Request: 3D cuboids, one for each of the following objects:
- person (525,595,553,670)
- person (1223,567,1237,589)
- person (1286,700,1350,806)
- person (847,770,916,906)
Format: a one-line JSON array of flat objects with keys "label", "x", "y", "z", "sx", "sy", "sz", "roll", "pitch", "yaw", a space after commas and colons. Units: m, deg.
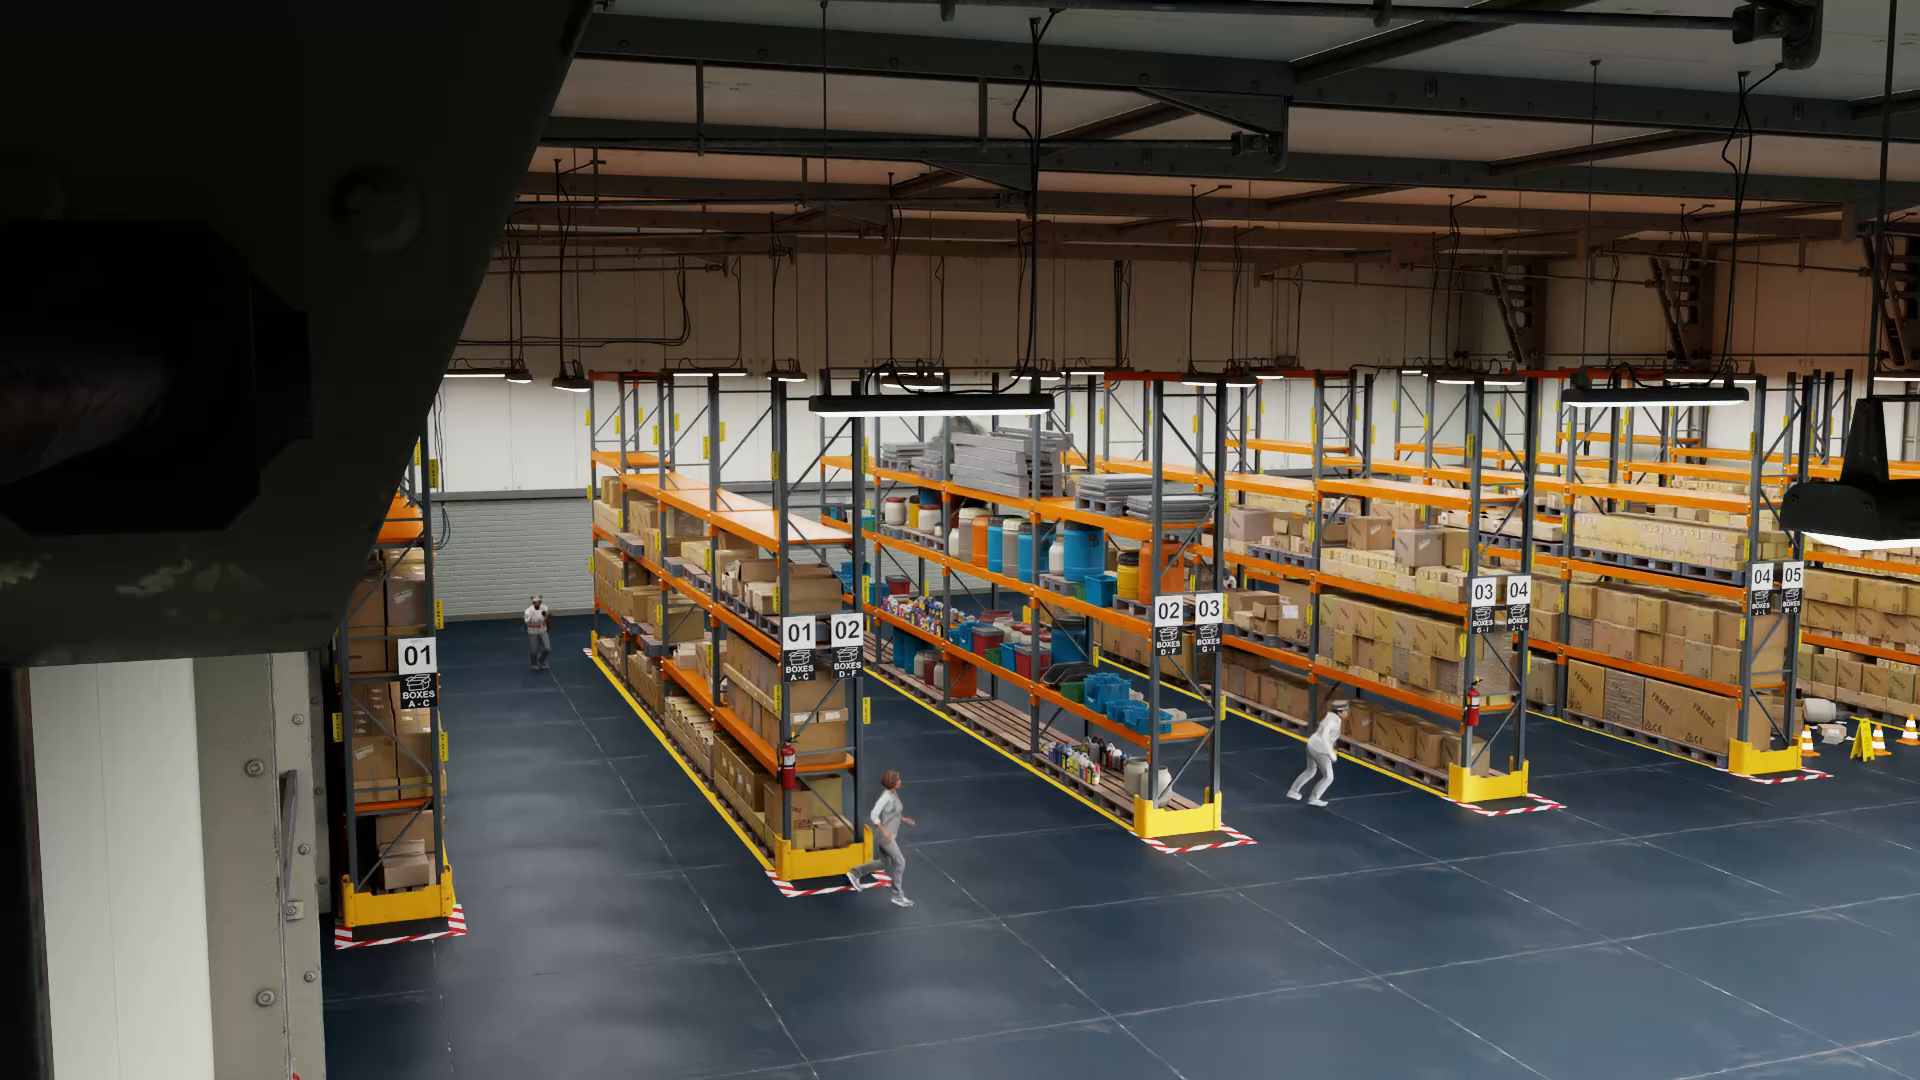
[{"label": "person", "x": -8.407, "y": 1.844, "z": 33.189, "sx": 0.585, "sy": 1.580, "sz": 0.855, "roll": -3, "pitch": 7, "yaw": -26}, {"label": "person", "x": 5.954, "y": 1.339, "z": 37.813, "sx": 0.668, "sy": 1.535, "sz": 1.131, "roll": 0, "pitch": 6, "yaw": -2}, {"label": "person", "x": 5.031, "y": 2.980, "z": 23.348, "sx": 0.806, "sy": 1.529, "sz": 0.640, "roll": 0, "pitch": 6, "yaw": 3}, {"label": "person", "x": -0.927, "y": 3.430, "z": 19.141, "sx": 0.800, "sy": 1.593, "sz": 0.522, "roll": 1, "pitch": 6, "yaw": 5}]
